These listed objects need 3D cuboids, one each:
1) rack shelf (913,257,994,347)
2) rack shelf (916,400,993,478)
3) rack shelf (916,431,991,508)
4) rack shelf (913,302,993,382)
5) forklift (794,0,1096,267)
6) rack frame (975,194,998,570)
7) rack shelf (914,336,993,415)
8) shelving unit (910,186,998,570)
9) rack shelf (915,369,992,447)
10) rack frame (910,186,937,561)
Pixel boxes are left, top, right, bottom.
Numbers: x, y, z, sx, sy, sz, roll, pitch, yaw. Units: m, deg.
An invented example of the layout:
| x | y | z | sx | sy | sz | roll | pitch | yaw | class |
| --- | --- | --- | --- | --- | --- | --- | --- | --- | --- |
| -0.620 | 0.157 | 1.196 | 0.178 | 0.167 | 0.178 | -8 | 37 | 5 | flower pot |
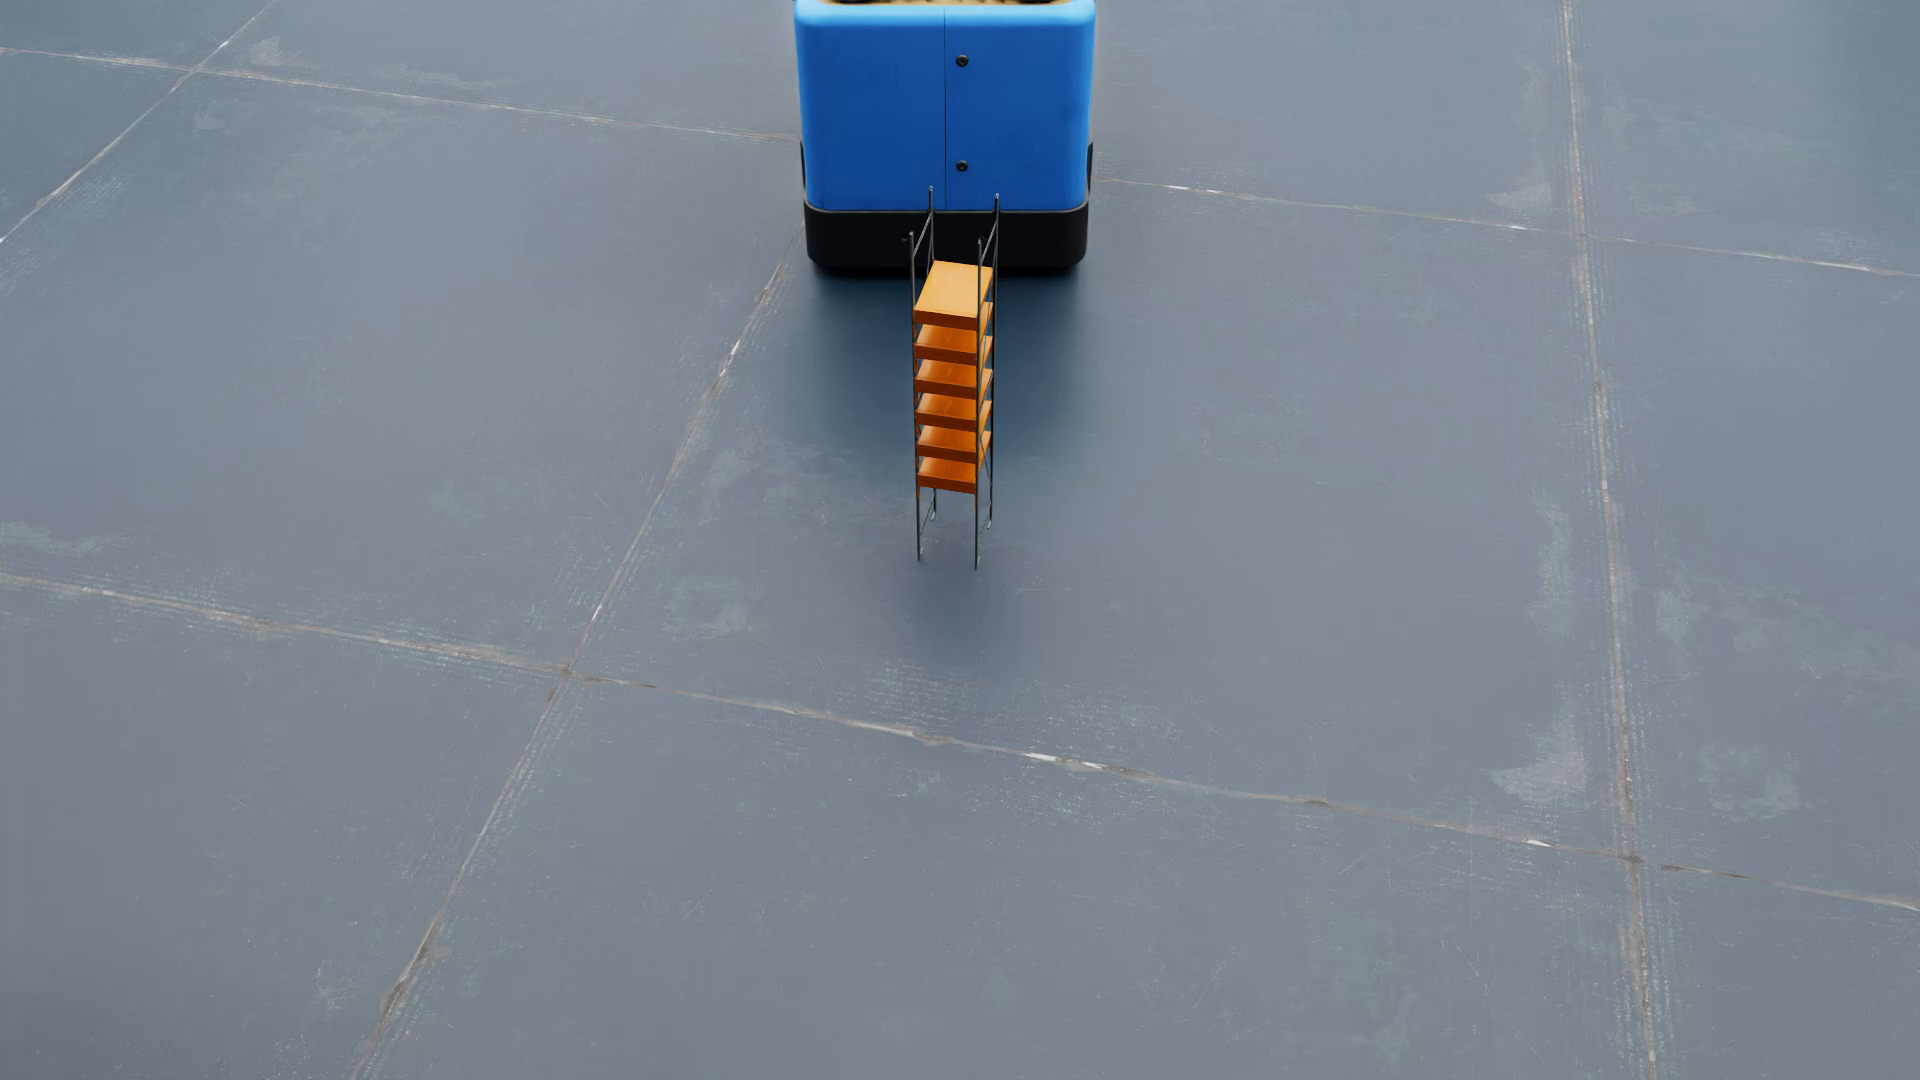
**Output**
| x | y | z | sx | sy | sz | roll | pitch | yaw | class |
| --- | --- | --- | --- | --- | --- | --- | --- | --- | --- |
| -0.014 | -0.662 | 4.617 | 0.180 | 0.103 | 0.258 | 9 | 45 | 9 | rack shelf |
| -0.014 | -0.316 | 4.950 | 0.180 | 0.103 | 0.258 | 9 | 45 | 9 | rack shelf |
| -0.014 | -0.230 | 5.033 | 0.180 | 0.103 | 0.258 | 9 | 45 | 9 | rack shelf |
| -0.014 | -0.575 | 4.701 | 0.180 | 0.103 | 0.258 | 9 | 45 | 9 | rack shelf |
| -0.053 | -3.071 | 6.327 | 1.130 | 2.935 | 3.031 | 0 | 44 | 0 | forklift |
| 0.075 | -0.421 | 4.822 | 0.006 | 1.200 | 0.240 | 9 | 45 | 9 | rack frame |
| -0.014 | -0.489 | 4.784 | 0.180 | 0.103 | 0.258 | 9 | 45 | 9 | rack shelf |
| -0.014 | -0.434 | 4.836 | 0.189 | 1.200 | 0.258 | 9 | 45 | 9 | shelving unit |
| -0.014 | -0.402 | 4.867 | 0.180 | 0.103 | 0.258 | 9 | 45 | 9 | rack shelf |
| -0.103 | -0.448 | 4.851 | 0.006 | 1.200 | 0.240 | 9 | 45 | 9 | rack frame |
